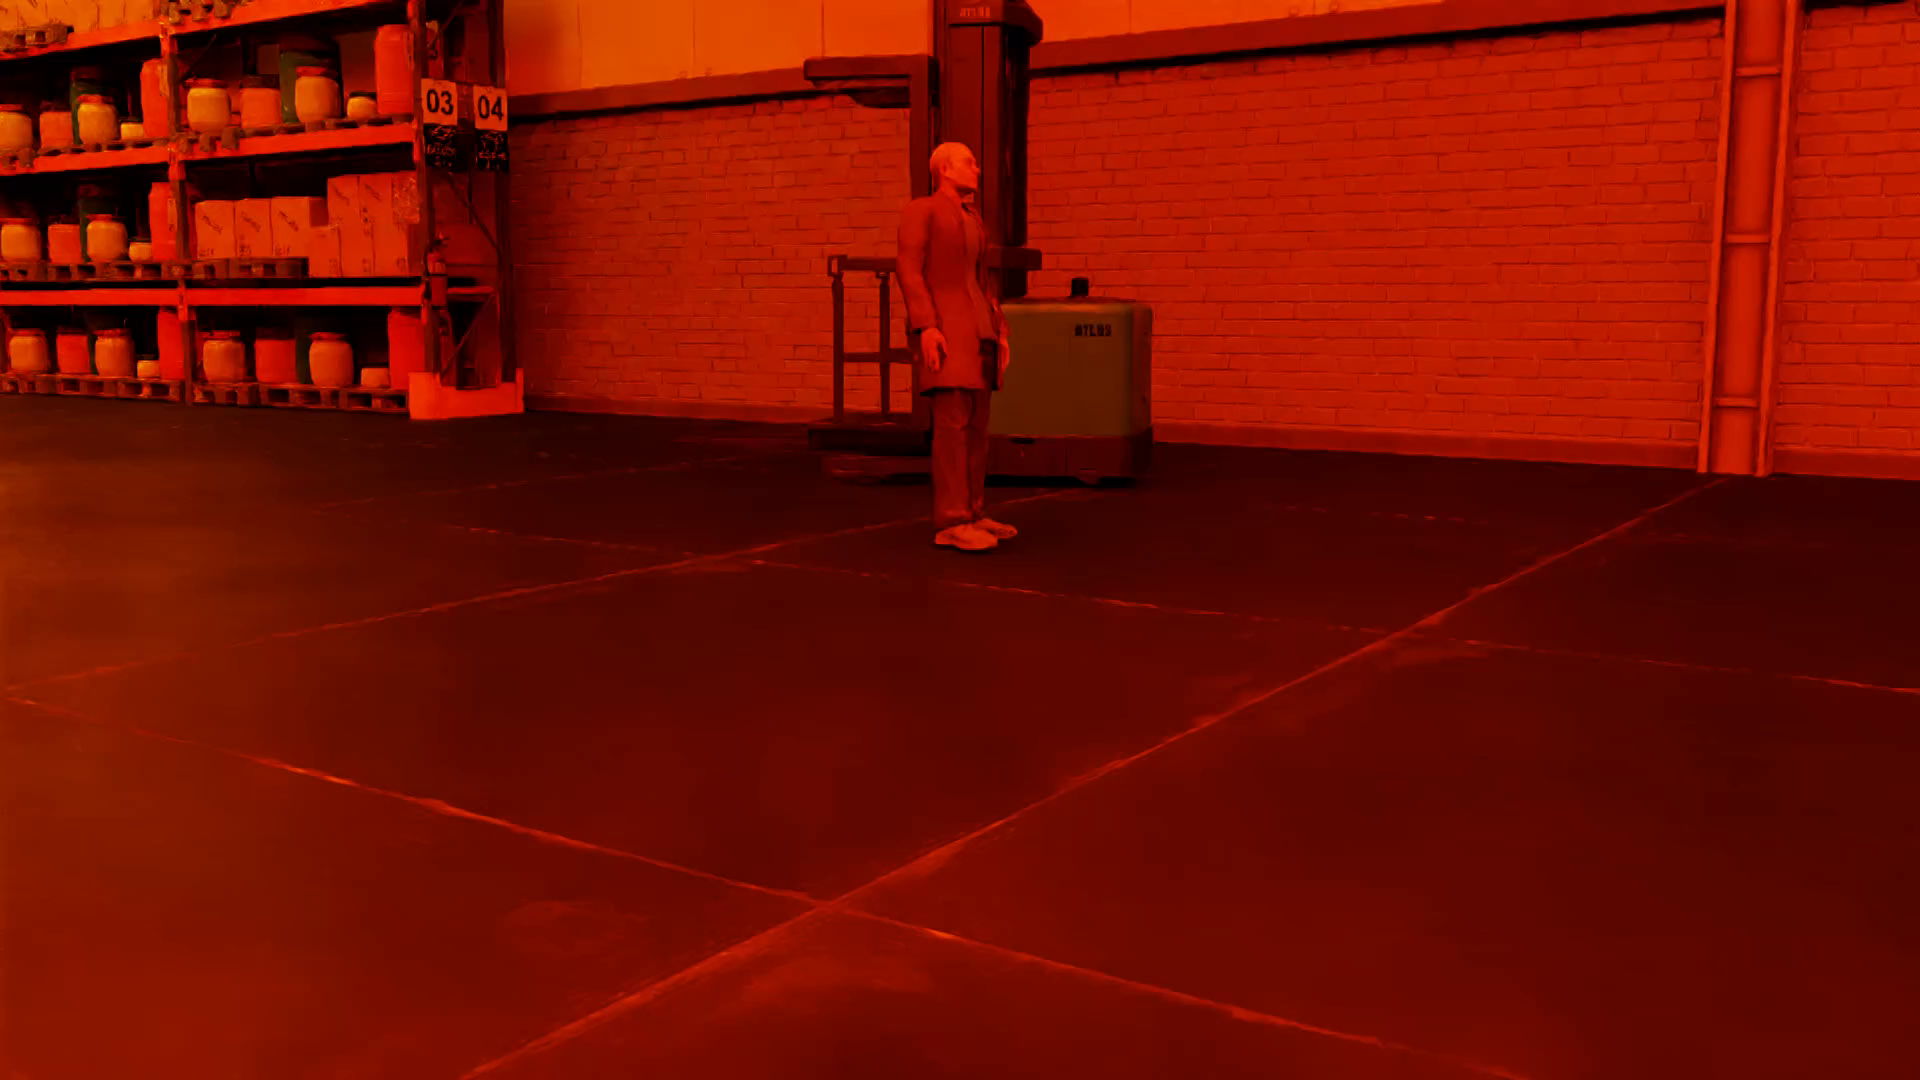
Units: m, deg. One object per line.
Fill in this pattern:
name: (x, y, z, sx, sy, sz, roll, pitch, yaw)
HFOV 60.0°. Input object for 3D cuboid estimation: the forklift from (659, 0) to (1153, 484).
forklift: (-0.354, -1.832, 10.302, 3.031, 2.867, 1.129, 2, 8, 14)

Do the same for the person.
person: (0.080, -0.878, 7.415, 0.560, 1.776, 0.648, 5, 10, 34)
